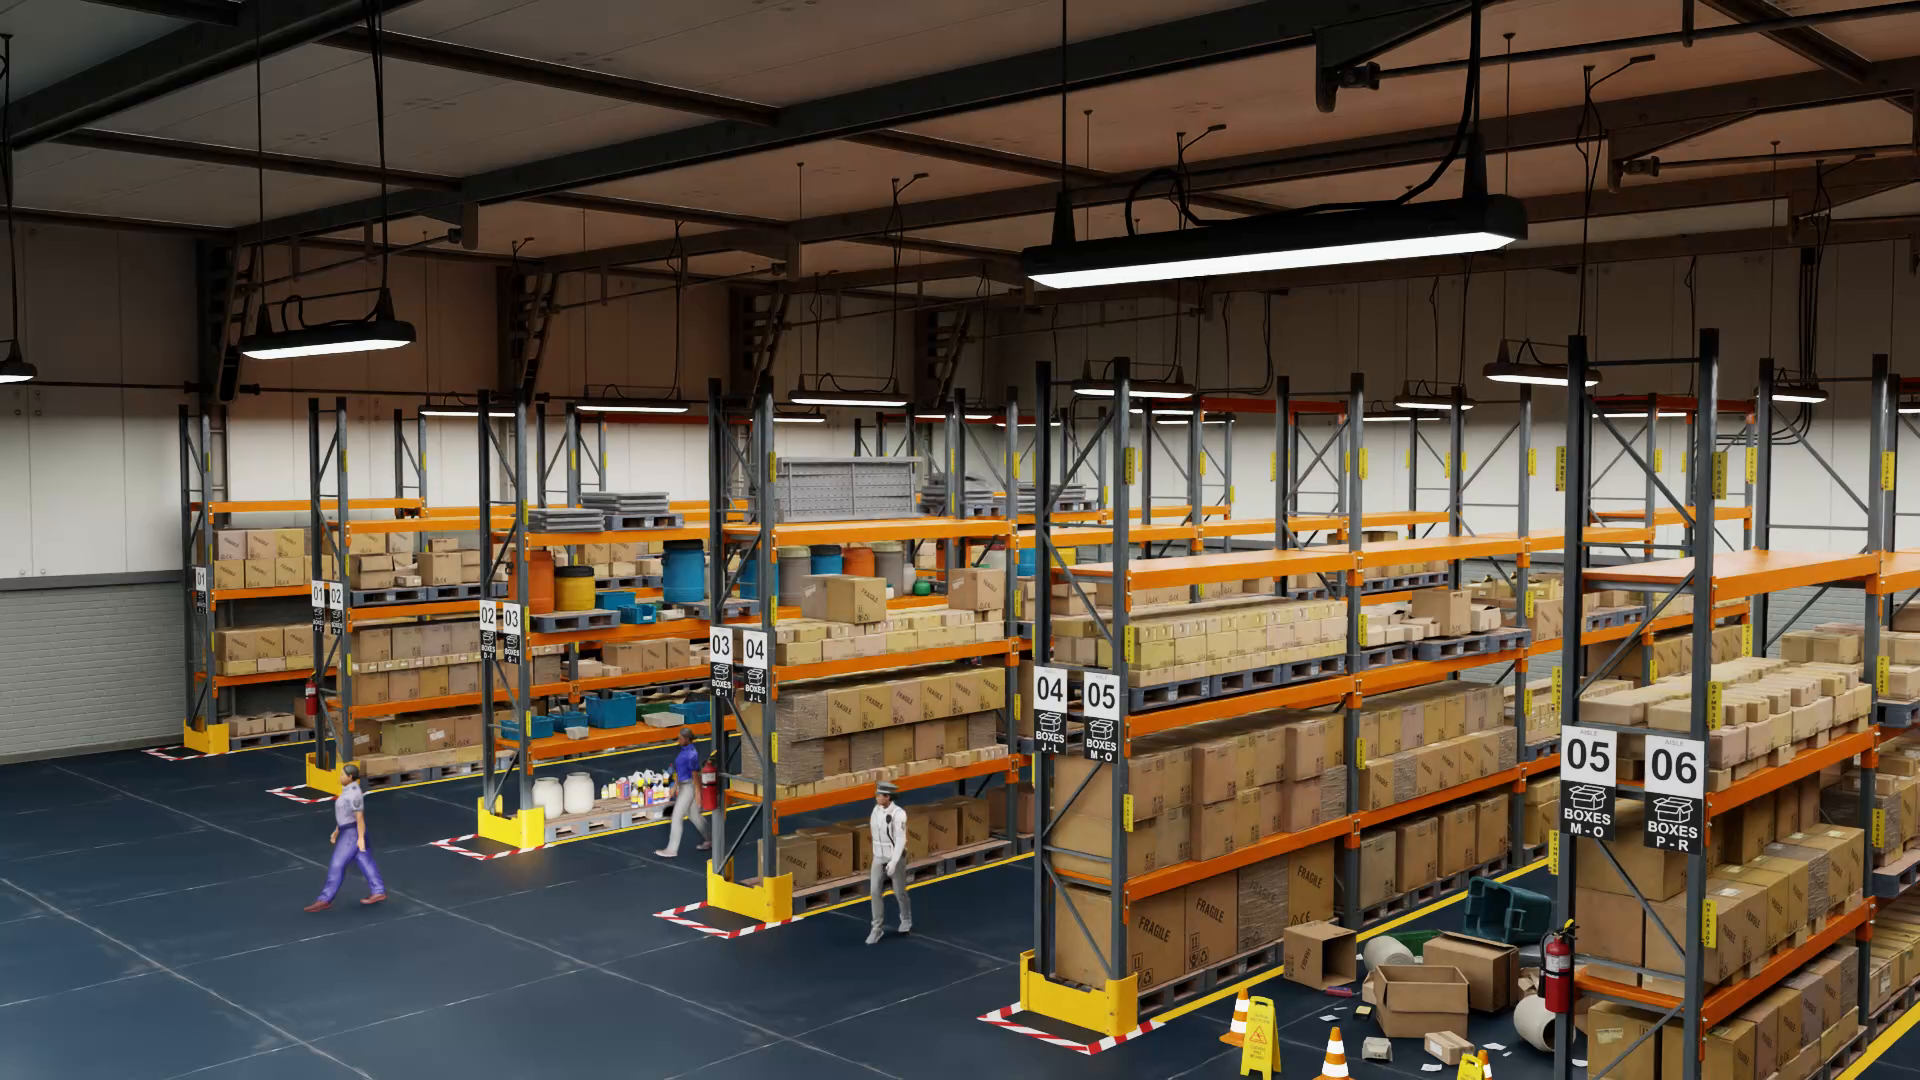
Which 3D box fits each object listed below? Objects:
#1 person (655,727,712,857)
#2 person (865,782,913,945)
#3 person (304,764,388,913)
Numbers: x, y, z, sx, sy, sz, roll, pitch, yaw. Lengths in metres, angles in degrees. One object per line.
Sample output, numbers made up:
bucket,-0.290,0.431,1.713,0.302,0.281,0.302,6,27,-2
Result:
person,-3.518,3.225,21.389,0.824,1.635,0.495,-1,3,-13
person,-0.768,3.420,17.718,0.514,1.716,0.716,2,4,32
person,-6.968,3.342,18.849,0.885,1.610,0.526,-1,3,-18
